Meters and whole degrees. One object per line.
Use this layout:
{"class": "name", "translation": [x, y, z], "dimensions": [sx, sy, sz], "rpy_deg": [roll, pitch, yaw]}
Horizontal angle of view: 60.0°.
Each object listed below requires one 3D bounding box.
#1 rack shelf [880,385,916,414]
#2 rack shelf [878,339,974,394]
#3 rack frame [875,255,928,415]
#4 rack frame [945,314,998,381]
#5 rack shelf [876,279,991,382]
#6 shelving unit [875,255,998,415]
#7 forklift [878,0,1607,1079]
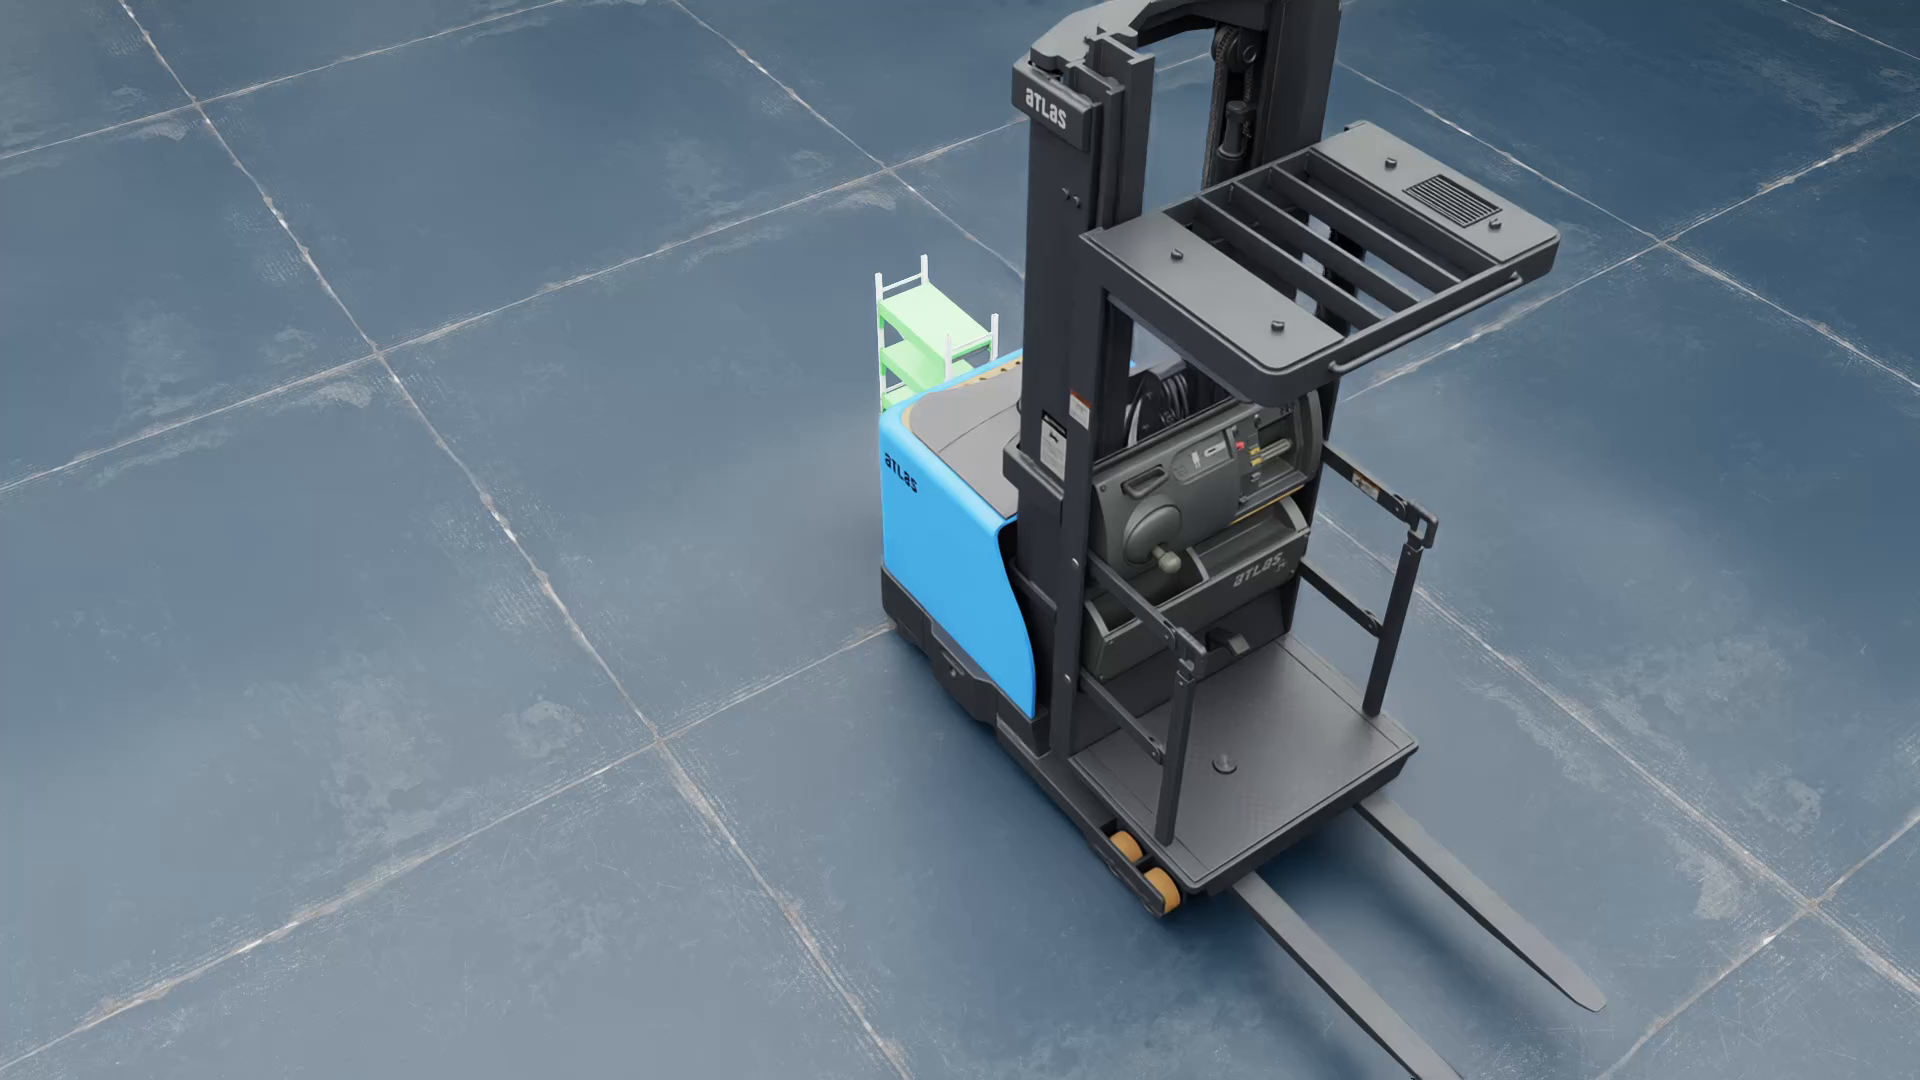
{"class": "rack shelf", "translation": [-0.095, -0.482, 6.969], "dimensions": [0.258, 0.148, 0.480], "rpy_deg": [-26, 49, -24]}
{"class": "rack shelf", "translation": [-0.095, -0.655, 6.803], "dimensions": [0.258, 0.148, 0.480], "rpy_deg": [-26, 49, -24]}
{"class": "rack frame", "translation": [-0.234, -0.666, 7.070], "dimensions": [0.240, 1.200, 0.015], "rpy_deg": [-26, 49, -24]}
{"class": "rack frame", "translation": [0.045, -0.390, 6.780], "dimensions": [0.240, 1.200, 0.015], "rpy_deg": [-26, 49, -24]}
{"class": "rack shelf", "translation": [-0.095, -0.829, 6.638], "dimensions": [0.258, 0.148, 0.480], "rpy_deg": [-26, 49, -24]}
{"class": "shelving unit", "translation": [-0.095, -0.528, 6.925], "dimensions": [0.258, 1.200, 0.503], "rpy_deg": [-26, 49, -24]}
{"class": "forklift", "translation": [0.940, -0.126, 5.251], "dimensions": [1.130, 2.935, 3.031], "rpy_deg": [-26, 49, -25]}
